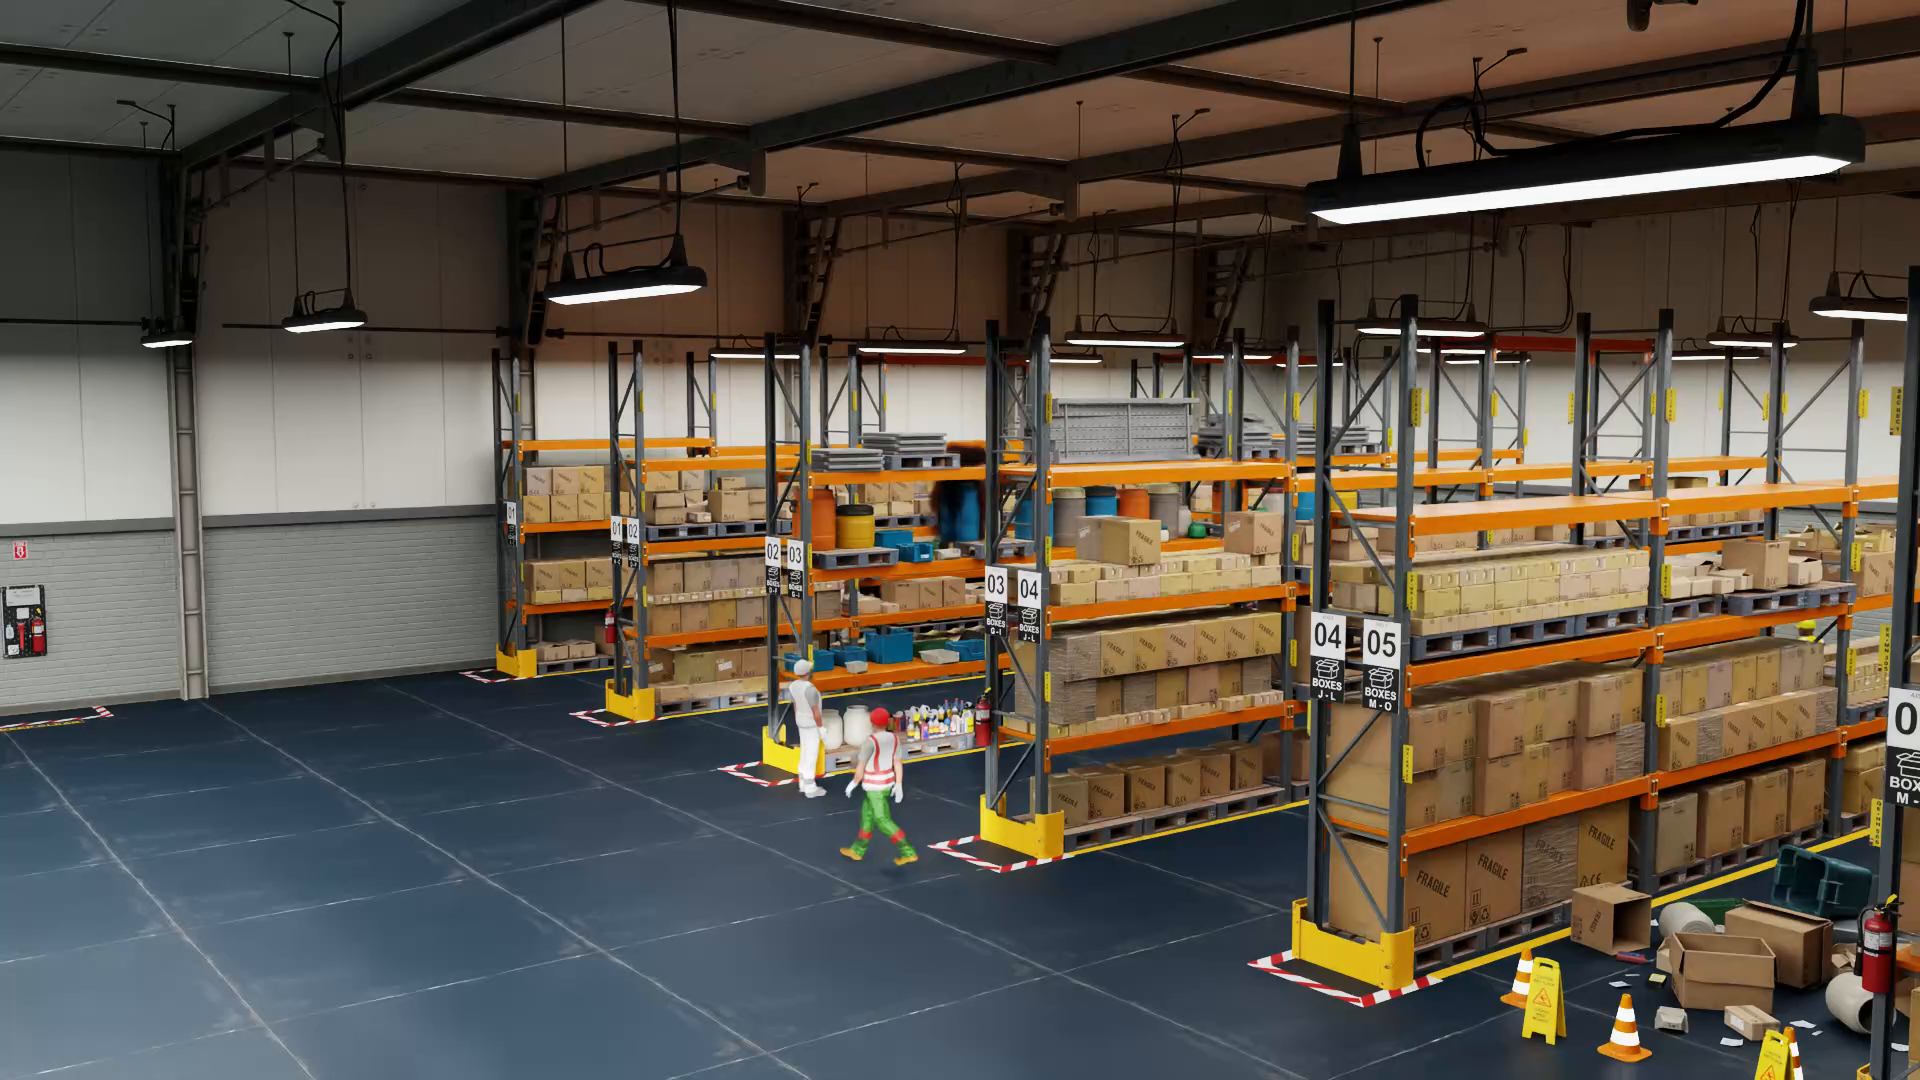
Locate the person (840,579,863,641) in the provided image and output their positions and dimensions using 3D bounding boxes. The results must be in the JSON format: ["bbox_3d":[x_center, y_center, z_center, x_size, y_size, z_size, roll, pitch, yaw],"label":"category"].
[{"bbox_3d":[-2.207,1.531,31.296,0.972,1.739,0.488,-4,6,-38],"label":"person"}]

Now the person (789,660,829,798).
[{"bbox_3d":[-1.947,2.405,21.365,0.453,1.783,0.567,-2,5,-19],"label":"person"}]

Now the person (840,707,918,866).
[{"bbox_3d":[-0.917,2.695,18.160,1.052,1.756,0.486,2,5,23],"label":"person"}]

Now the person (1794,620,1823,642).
[{"bbox_3d":[12.767,2.061,25.161,0.647,1.767,0.393,-2,5,-22],"label":"person"}]
